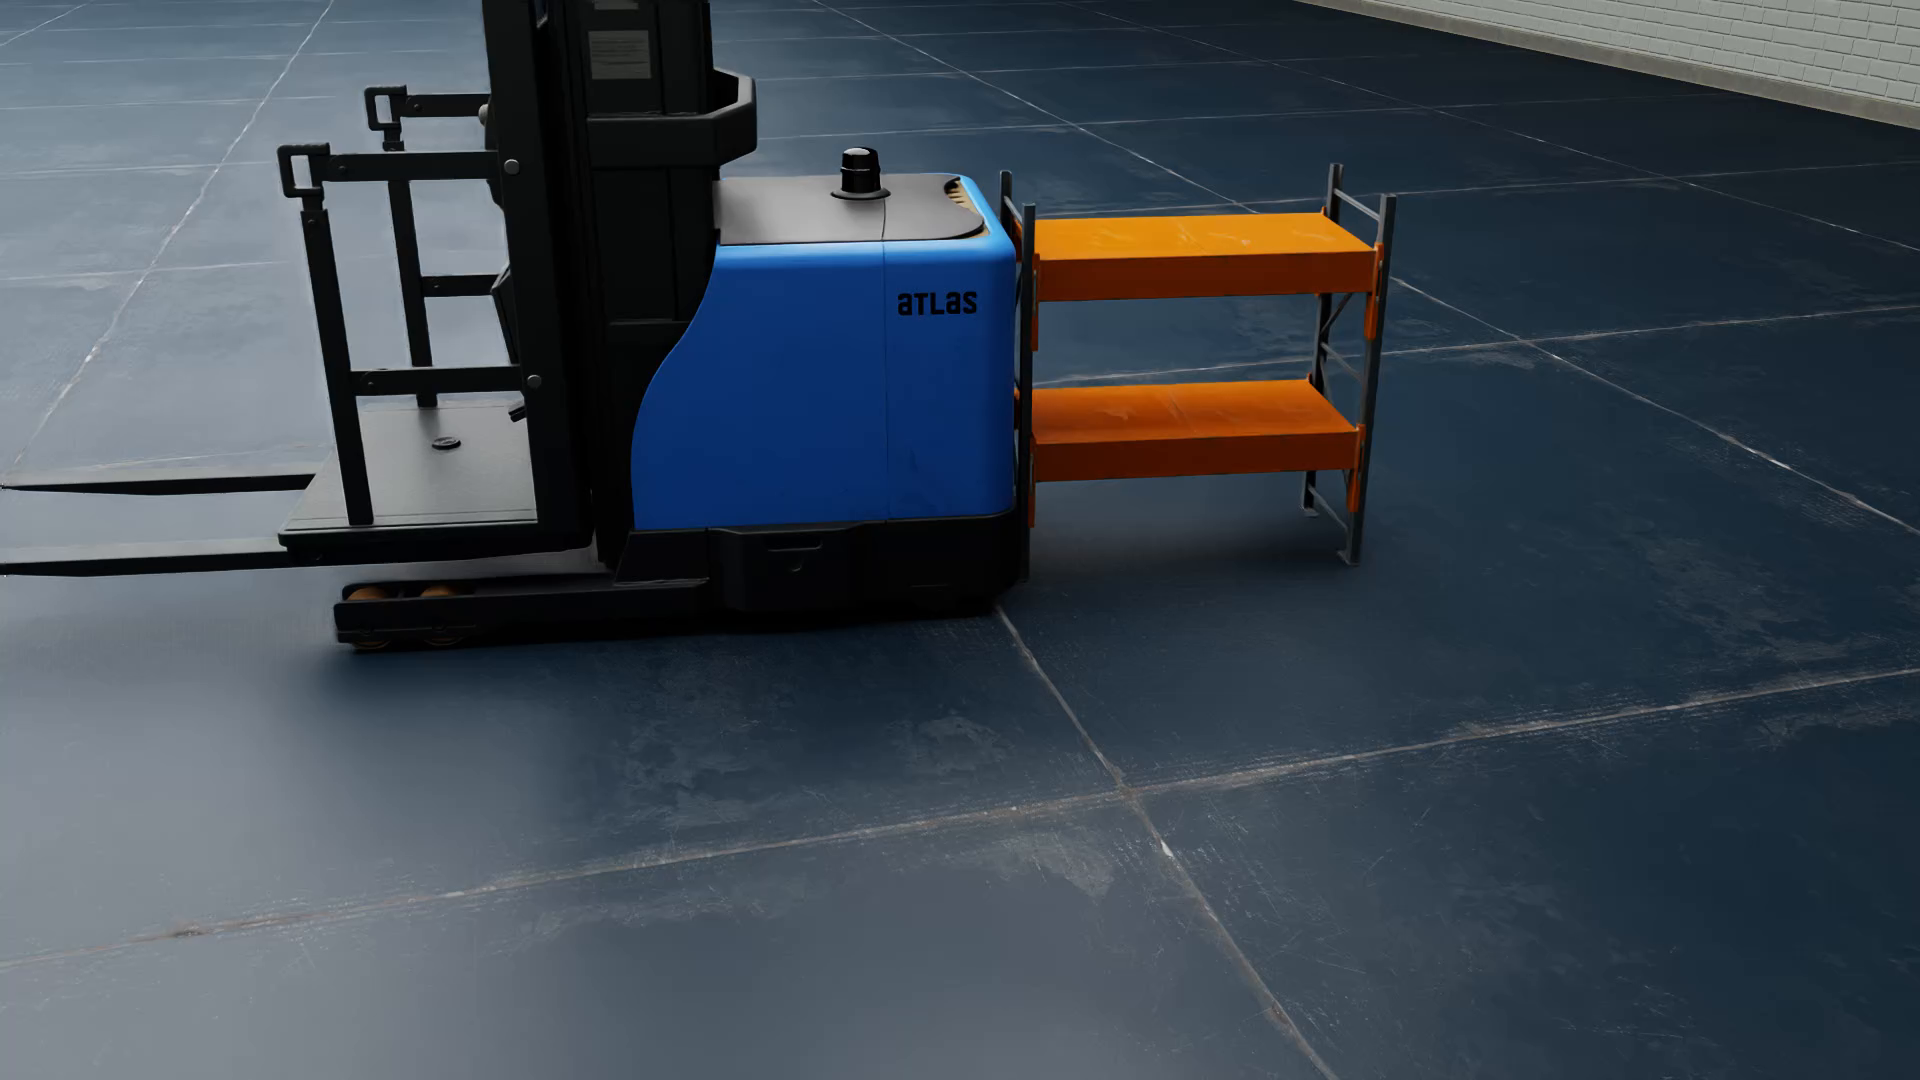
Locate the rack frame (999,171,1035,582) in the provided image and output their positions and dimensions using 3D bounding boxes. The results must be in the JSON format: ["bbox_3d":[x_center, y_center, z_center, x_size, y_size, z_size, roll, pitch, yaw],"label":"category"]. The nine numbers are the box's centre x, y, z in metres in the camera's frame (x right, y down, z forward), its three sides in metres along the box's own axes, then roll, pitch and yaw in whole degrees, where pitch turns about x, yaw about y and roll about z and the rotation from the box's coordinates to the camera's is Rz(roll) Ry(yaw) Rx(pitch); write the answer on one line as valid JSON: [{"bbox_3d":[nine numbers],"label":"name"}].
[{"bbox_3d":[0.162,-0.489,4.964,0.032,1.125,0.500,-3,23,-6],"label":"rack frame"}]

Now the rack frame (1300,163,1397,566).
[{"bbox_3d":[1.172,-0.535,5.070,0.032,1.125,0.500,-3,23,-6],"label":"rack frame"}]

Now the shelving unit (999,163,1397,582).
[{"bbox_3d":[0.667,-0.512,5.017,1.048,1.125,0.538,-3,23,-6],"label":"shelving unit"}]

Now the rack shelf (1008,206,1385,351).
[{"bbox_3d":[0.667,-0.781,4.902,1.000,0.278,0.538,-3,23,-6],"label":"rack shelf"}]

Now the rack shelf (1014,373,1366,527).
[{"bbox_3d":[0.667,-0.287,5.114,1.000,0.278,0.538,-3,23,-6],"label":"rack shelf"}]

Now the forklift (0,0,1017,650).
[{"bbox_3d":[-1.391,-1.267,4.485,3.031,2.935,1.130,-3,23,-6],"label":"forklift"}]
